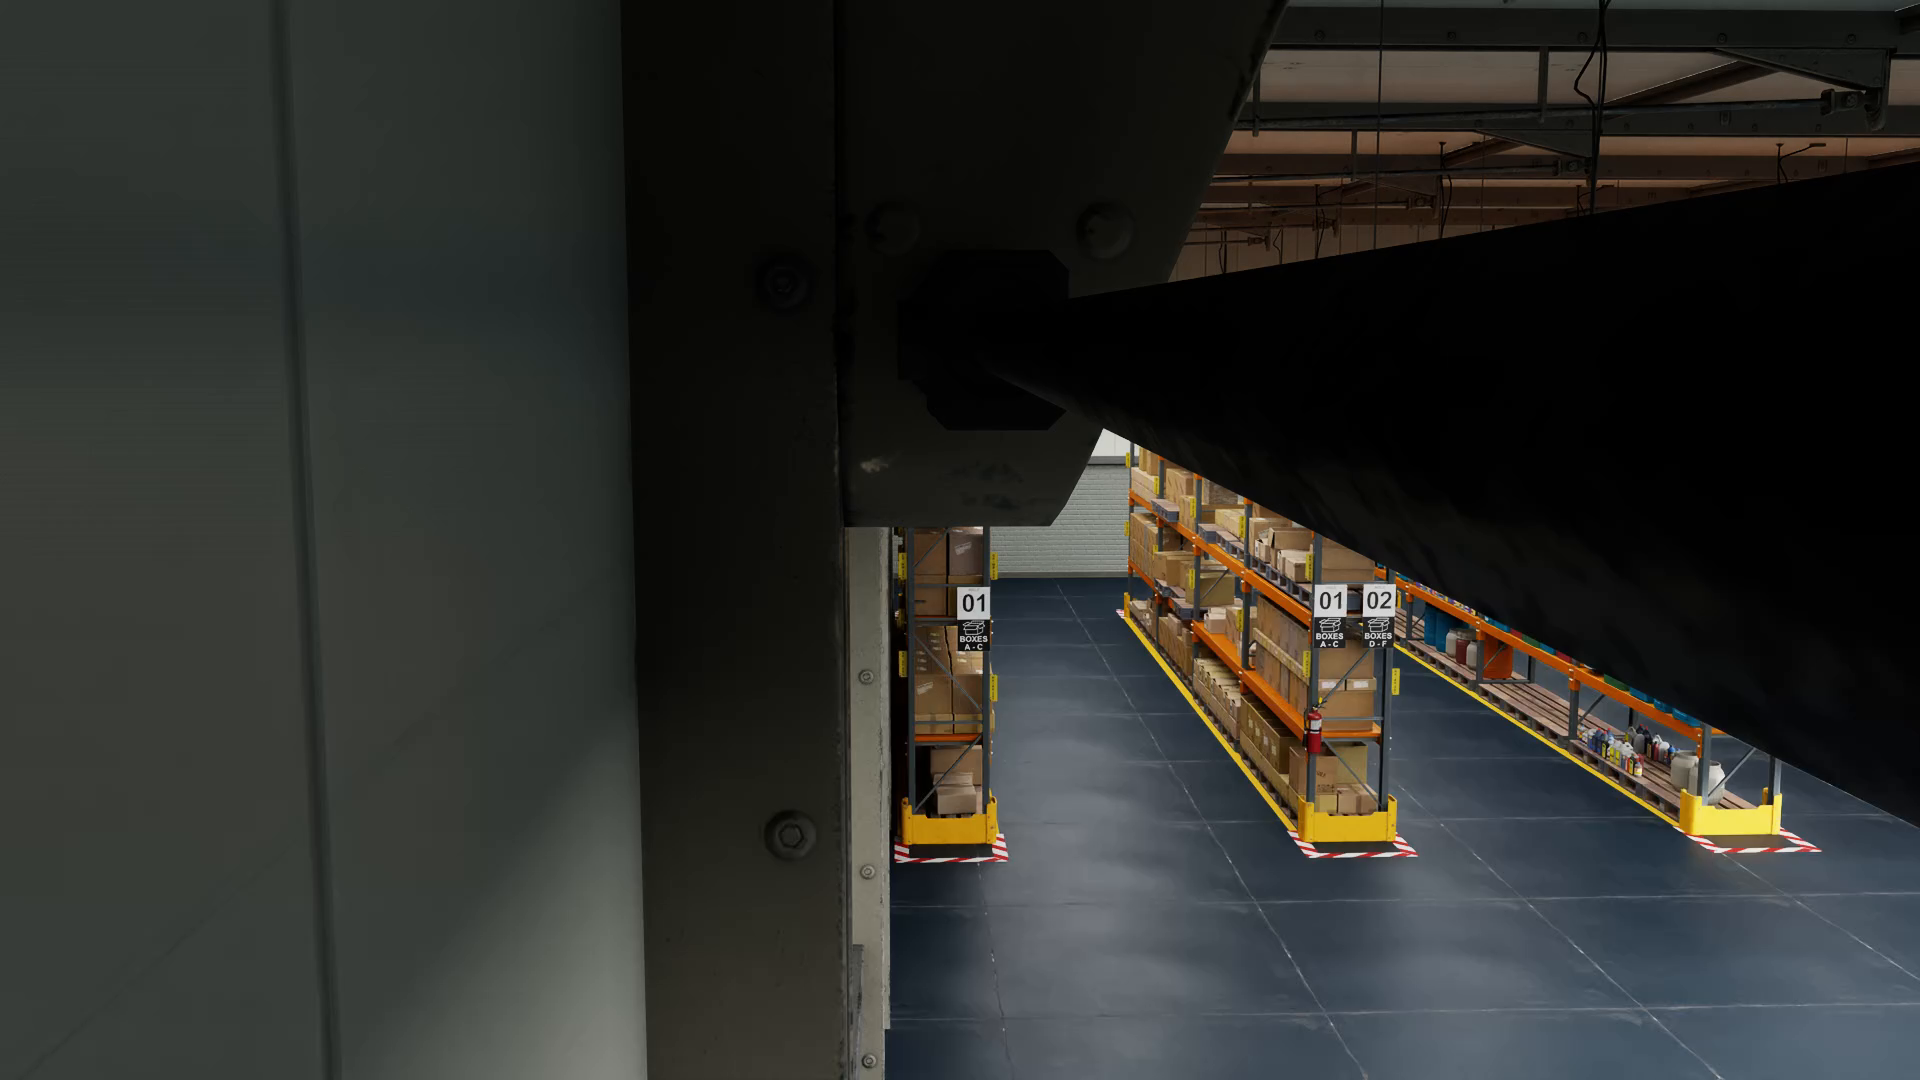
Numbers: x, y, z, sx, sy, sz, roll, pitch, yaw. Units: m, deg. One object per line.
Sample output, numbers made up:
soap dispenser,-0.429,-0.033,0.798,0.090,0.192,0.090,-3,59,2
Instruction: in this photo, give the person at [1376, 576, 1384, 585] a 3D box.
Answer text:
person,9.633,0.493,39.173,0.796,1.424,0.641,2,8,17
